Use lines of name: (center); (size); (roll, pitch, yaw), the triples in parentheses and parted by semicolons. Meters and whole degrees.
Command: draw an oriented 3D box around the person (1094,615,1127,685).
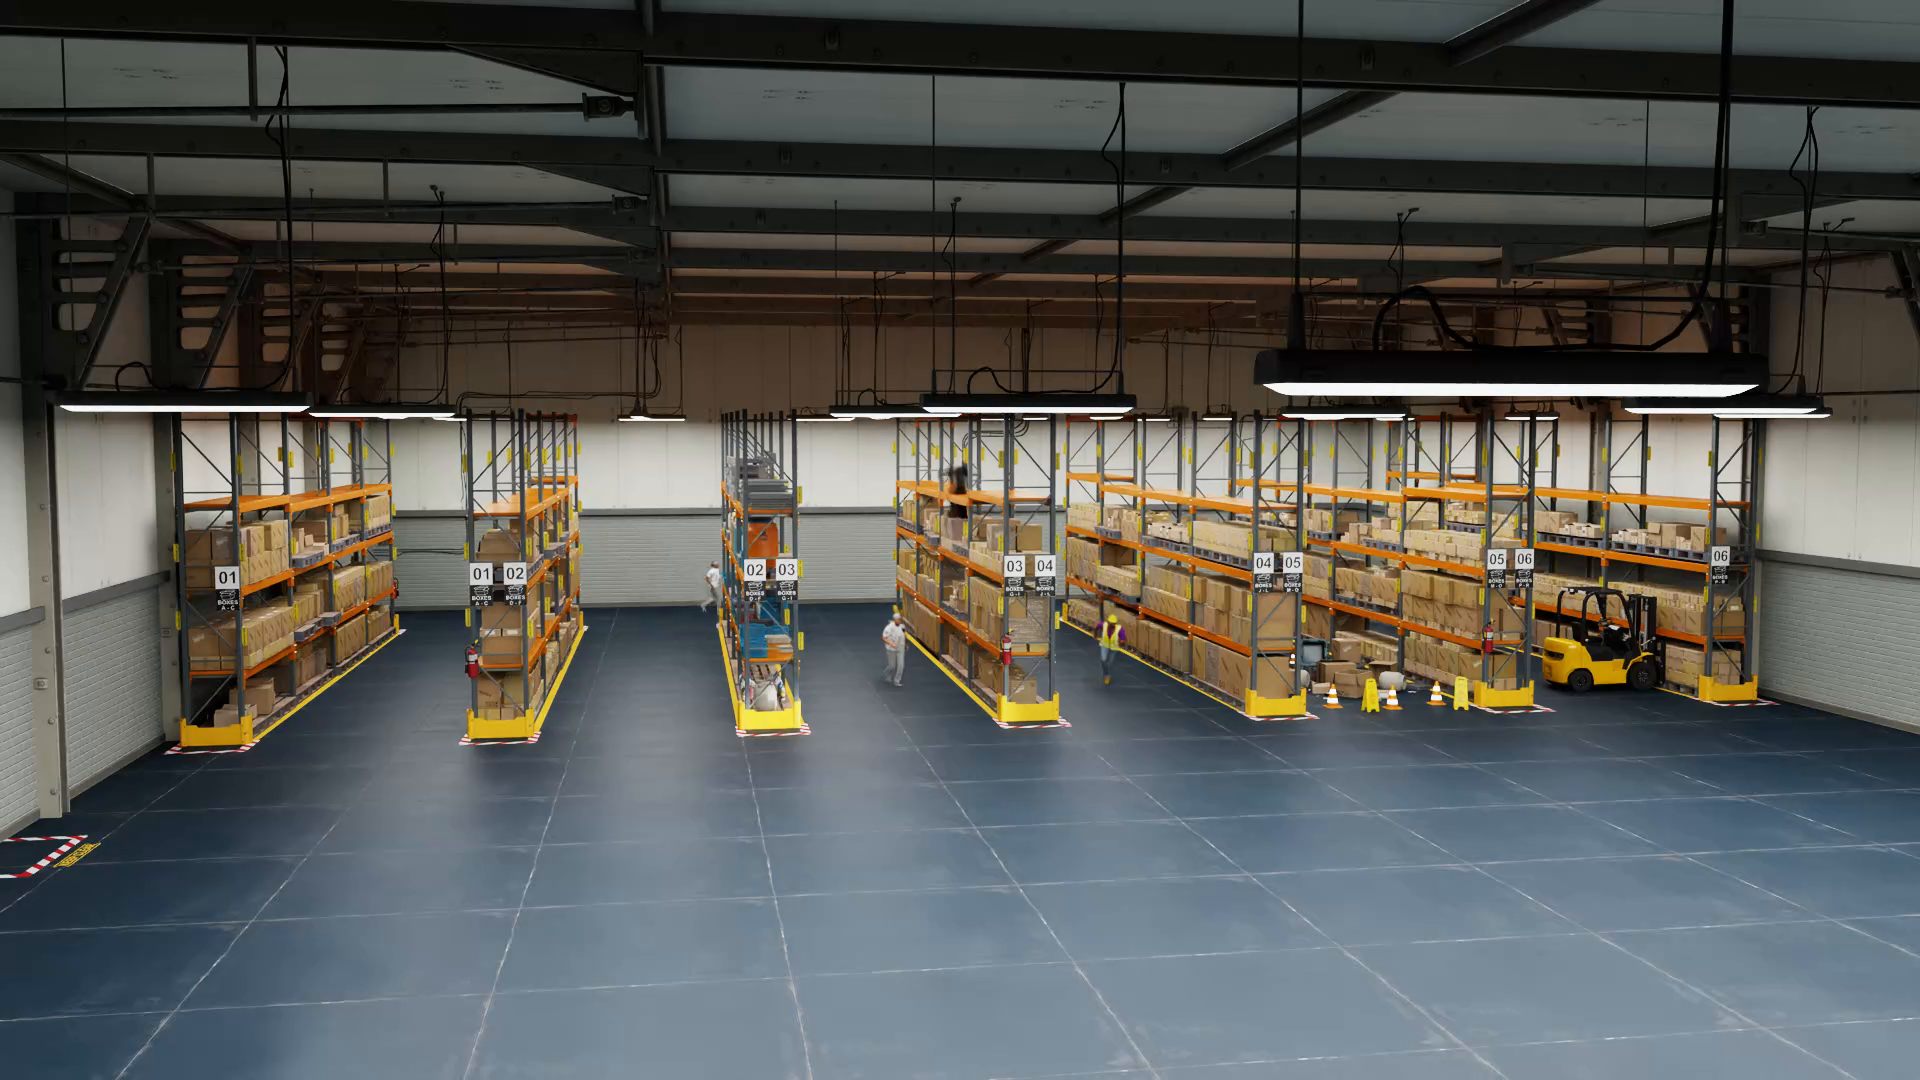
person: (3.297, 2.368, 36.496); (0.669, 1.545, 1.134); (0, 4, 0)

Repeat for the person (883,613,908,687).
person: (-1.436, 2.391, 36.417); (0.604, 1.615, 0.716); (-2, 4, -23)

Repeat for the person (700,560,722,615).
person: (-7.351, 1.408, 49.668); (0.817, 1.674, 0.567); (0, 4, 2)
